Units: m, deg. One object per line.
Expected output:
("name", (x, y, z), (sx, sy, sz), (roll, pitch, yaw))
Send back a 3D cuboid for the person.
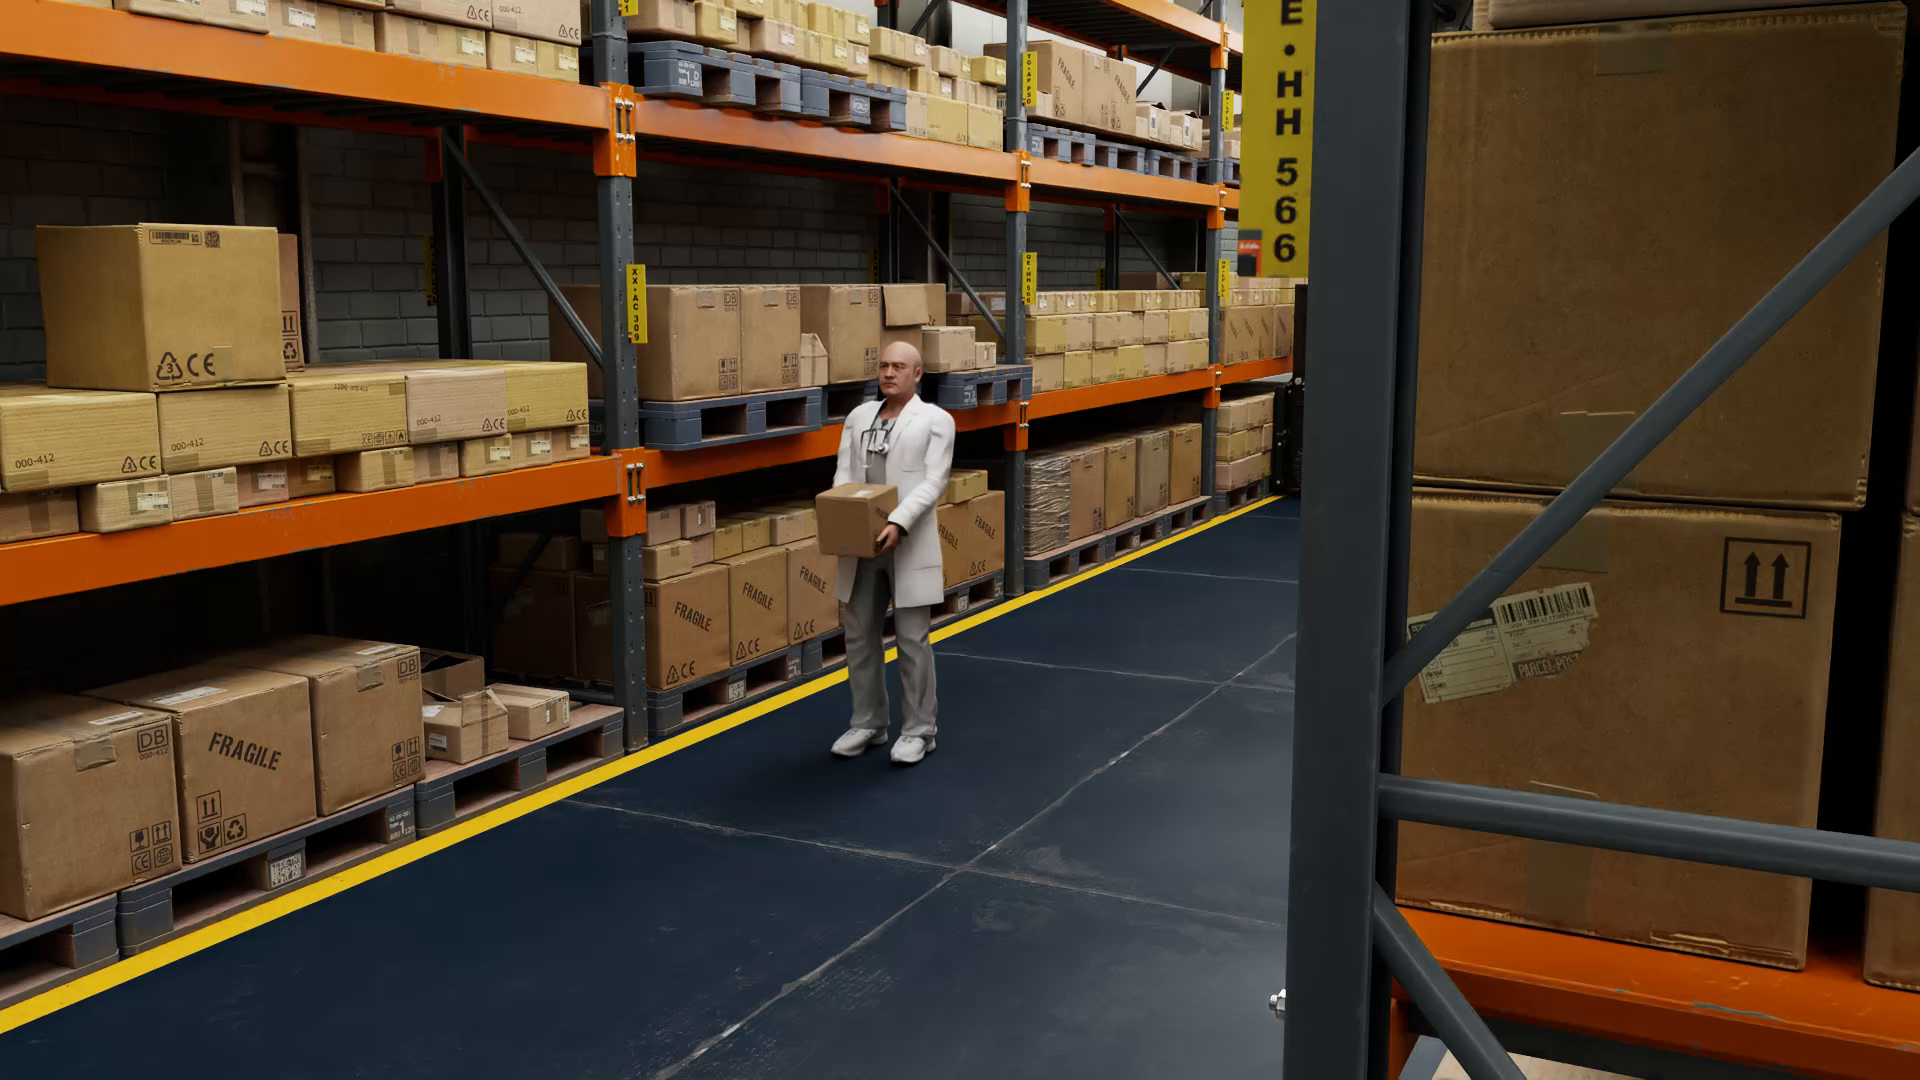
("person", (-0.337, 0.058, 7.030), (0.535, 1.777, 0.548), (4, 10, 26))
